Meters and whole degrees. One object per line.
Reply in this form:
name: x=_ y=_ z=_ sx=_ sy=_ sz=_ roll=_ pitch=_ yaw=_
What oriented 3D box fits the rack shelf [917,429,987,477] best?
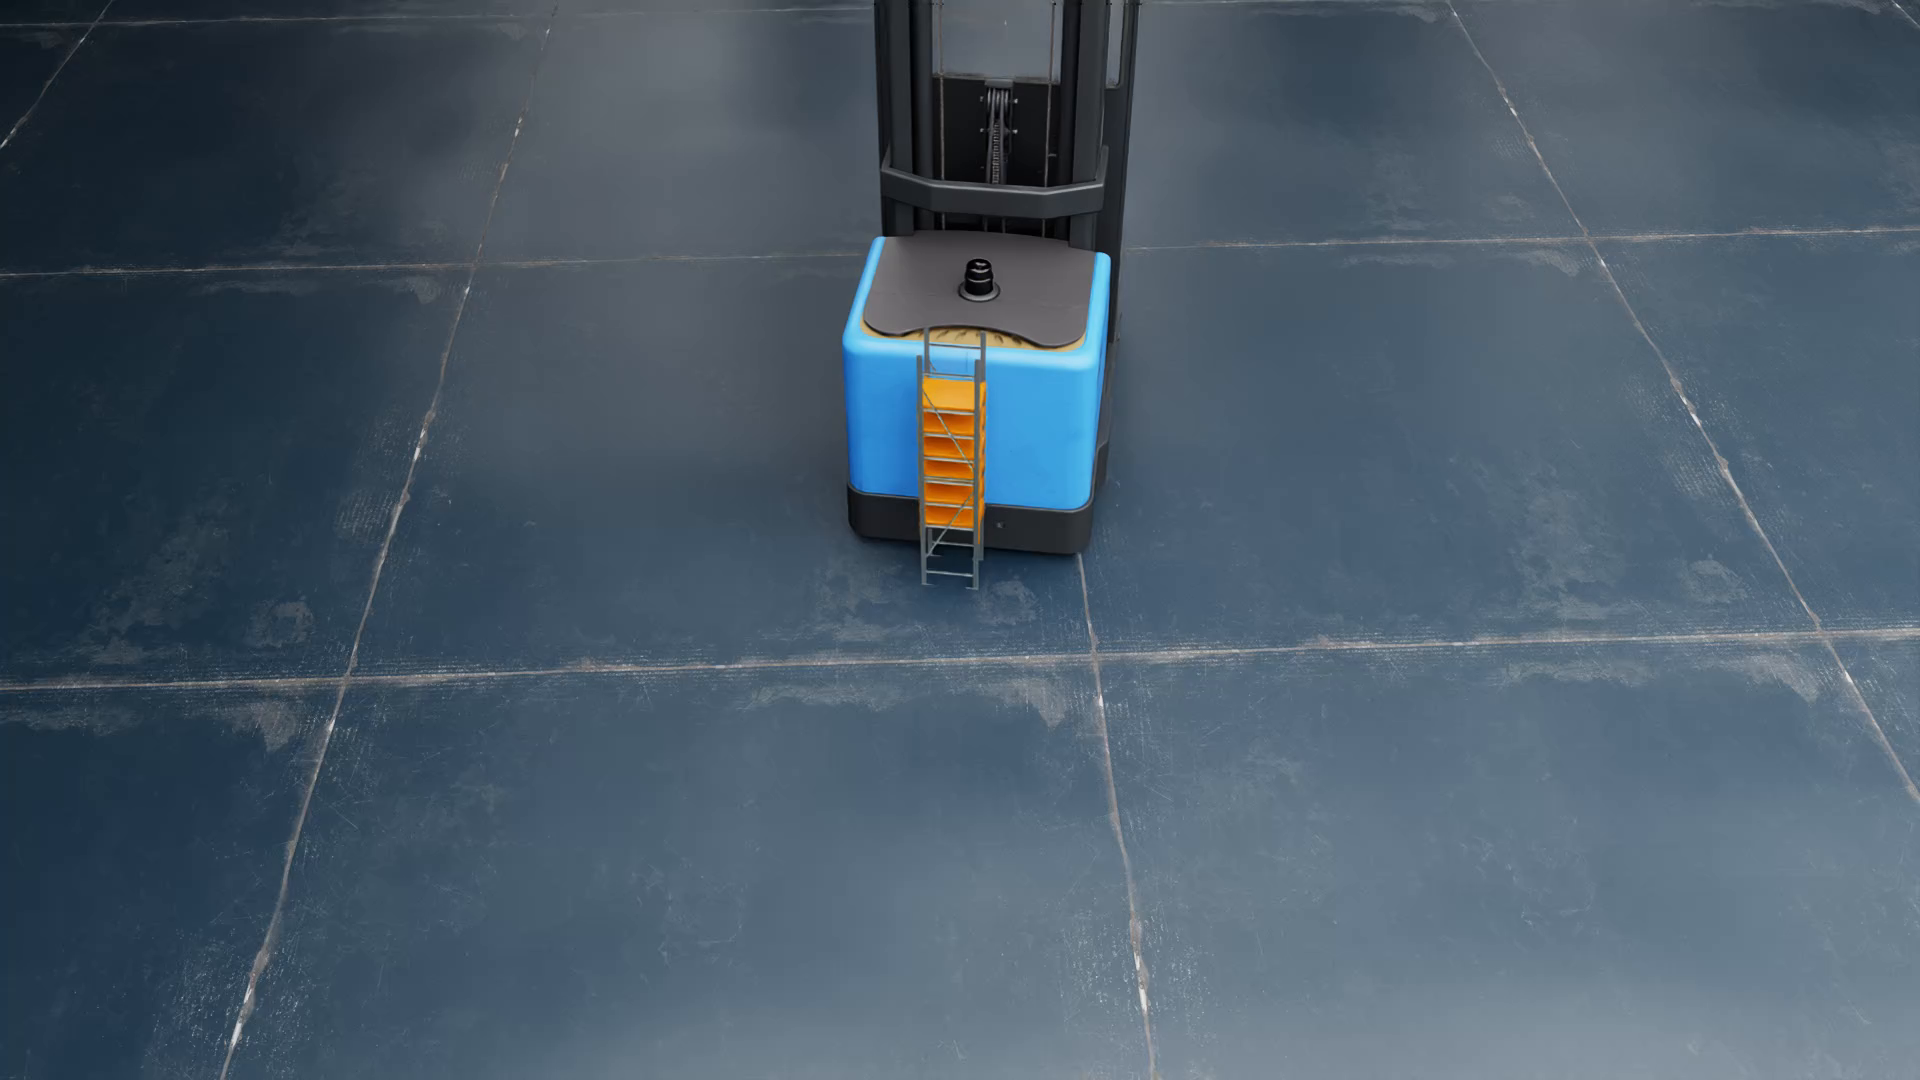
rack shelf: x=-0.032 y=-0.358 z=6.641 sx=0.258 sy=0.103 sz=0.180 roll=5 pitch=43 yaw=6

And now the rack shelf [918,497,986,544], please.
rack shelf: x=-0.032 y=-0.093 z=6.884 sx=0.258 sy=0.103 sz=0.180 roll=5 pitch=43 yaw=6

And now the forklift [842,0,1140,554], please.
forklift: x=0.222 y=-2.018 z=7.283 sx=1.130 sy=2.935 sz=3.031 roll=5 pitch=43 yaw=6

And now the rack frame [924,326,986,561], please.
rack frame: x=-0.020 y=-0.364 z=6.759 sx=0.240 sy=1.200 sz=0.006 roll=5 pitch=43 yaw=6

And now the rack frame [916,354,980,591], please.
rack frame: x=-0.044 y=-0.241 z=6.625 sx=0.240 sy=1.200 sz=0.006 roll=5 pitch=43 yaw=6

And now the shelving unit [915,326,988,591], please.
shelving unit: x=-0.032 y=-0.302 z=6.692 sx=0.258 sy=1.200 sz=0.189 roll=5 pitch=43 yaw=6

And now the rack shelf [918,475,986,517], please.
rack shelf: x=-0.032 y=-0.181 z=6.803 sx=0.258 sy=0.103 sz=0.180 roll=5 pitch=43 yaw=6

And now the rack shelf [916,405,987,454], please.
rack shelf: x=-0.032 y=-0.447 z=6.560 sx=0.258 sy=0.103 sz=0.180 roll=5 pitch=43 yaw=6

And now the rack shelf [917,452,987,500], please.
rack shelf: x=-0.032 y=-0.270 z=6.722 sx=0.258 sy=0.103 sz=0.180 roll=5 pitch=43 yaw=6

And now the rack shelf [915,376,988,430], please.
rack shelf: x=-0.032 y=-0.535 z=6.479 sx=0.258 sy=0.103 sz=0.180 roll=5 pitch=43 yaw=6
